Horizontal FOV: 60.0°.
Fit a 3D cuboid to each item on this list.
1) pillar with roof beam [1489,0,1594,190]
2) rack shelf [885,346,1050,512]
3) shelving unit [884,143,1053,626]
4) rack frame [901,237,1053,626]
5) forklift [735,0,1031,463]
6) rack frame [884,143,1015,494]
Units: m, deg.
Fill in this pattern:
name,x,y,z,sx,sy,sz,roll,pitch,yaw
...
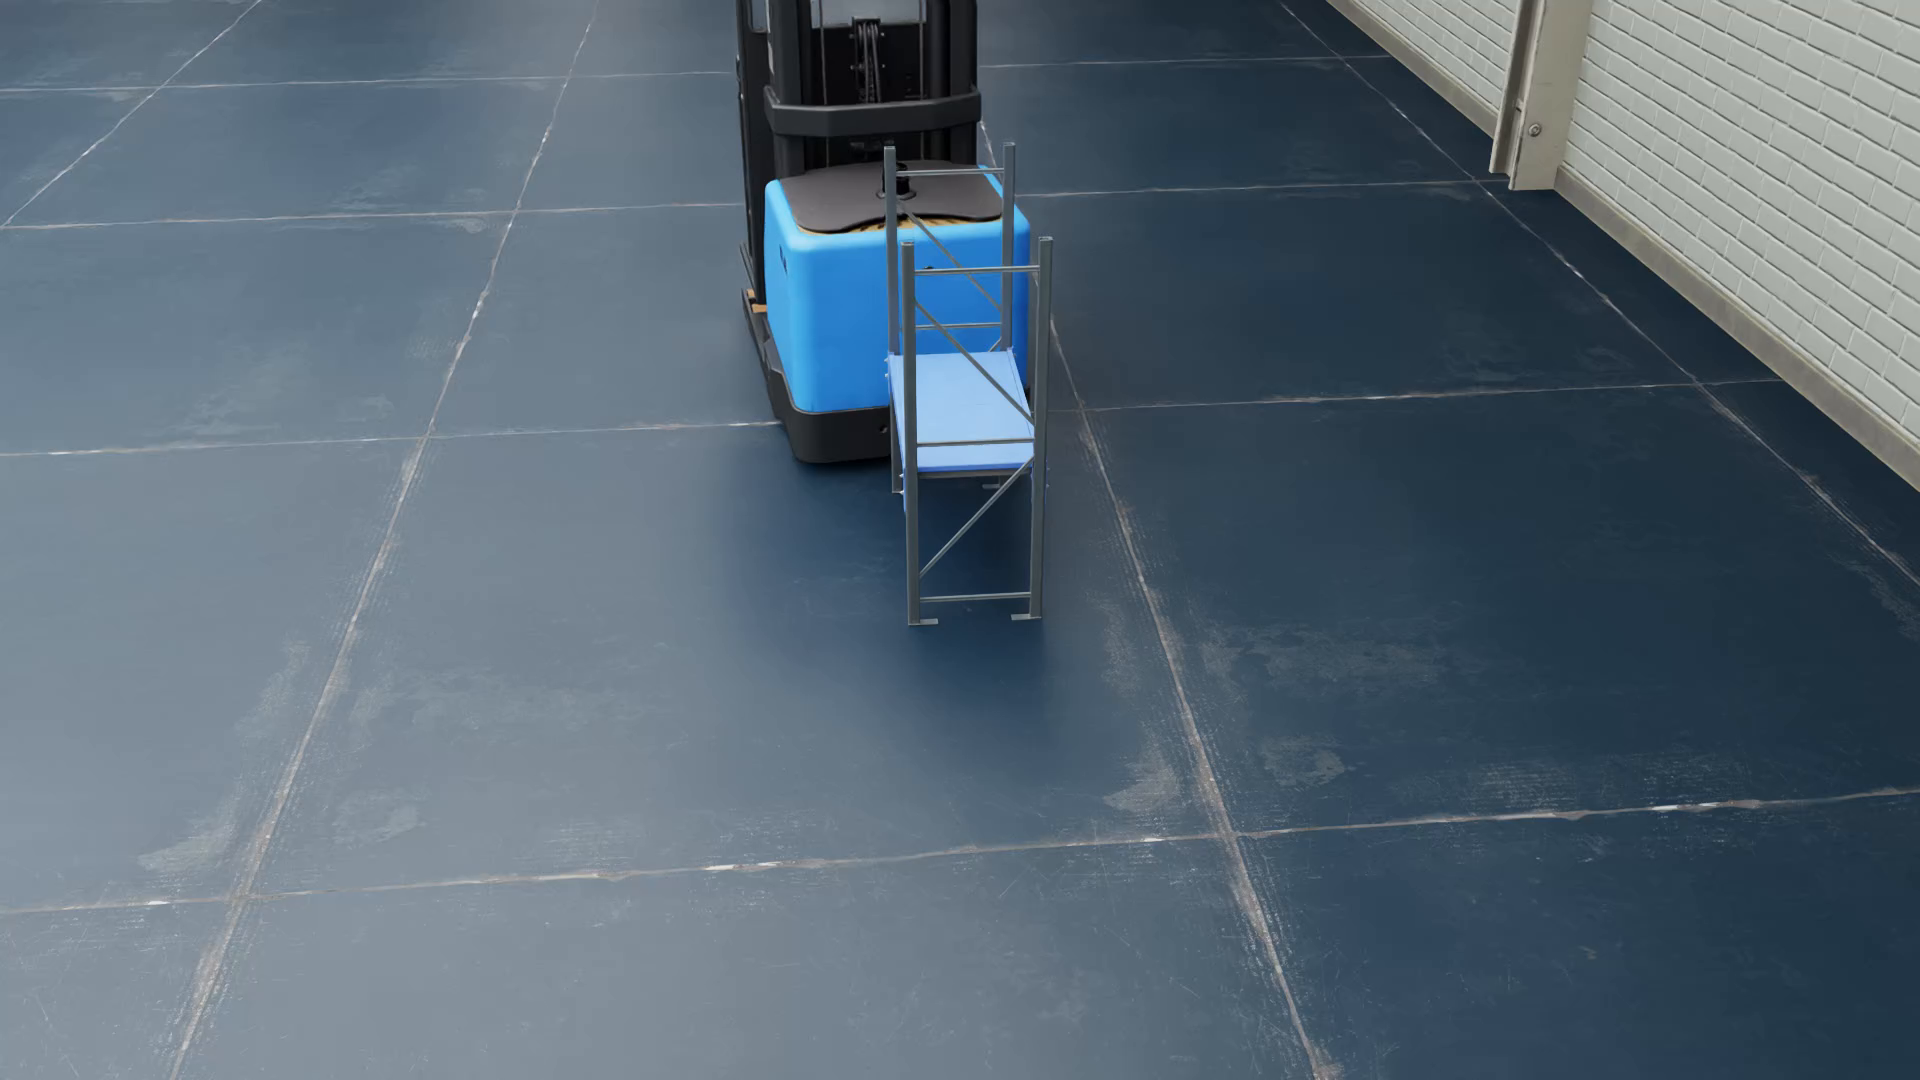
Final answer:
name,x,y,z,sx,sy,sz,roll,pitch,yaw
pillar with roof beam,-0.696,-5.956,7.947,9.100,9.000,0.400,-3,31,-5
rack shelf,0.008,-0.446,6.385,0.538,0.185,1.000,-3,31,-5
shelving unit,0.008,-0.600,6.292,0.538,1.500,1.048,-3,31,-5
rack frame,0.055,-0.341,5.858,0.500,1.500,0.032,-3,31,-5
forklift,-0.516,-2.332,7.795,1.130,2.935,3.031,-7,31,-11
rack frame,-0.040,-0.860,6.727,0.500,1.500,0.032,-3,31,-5
